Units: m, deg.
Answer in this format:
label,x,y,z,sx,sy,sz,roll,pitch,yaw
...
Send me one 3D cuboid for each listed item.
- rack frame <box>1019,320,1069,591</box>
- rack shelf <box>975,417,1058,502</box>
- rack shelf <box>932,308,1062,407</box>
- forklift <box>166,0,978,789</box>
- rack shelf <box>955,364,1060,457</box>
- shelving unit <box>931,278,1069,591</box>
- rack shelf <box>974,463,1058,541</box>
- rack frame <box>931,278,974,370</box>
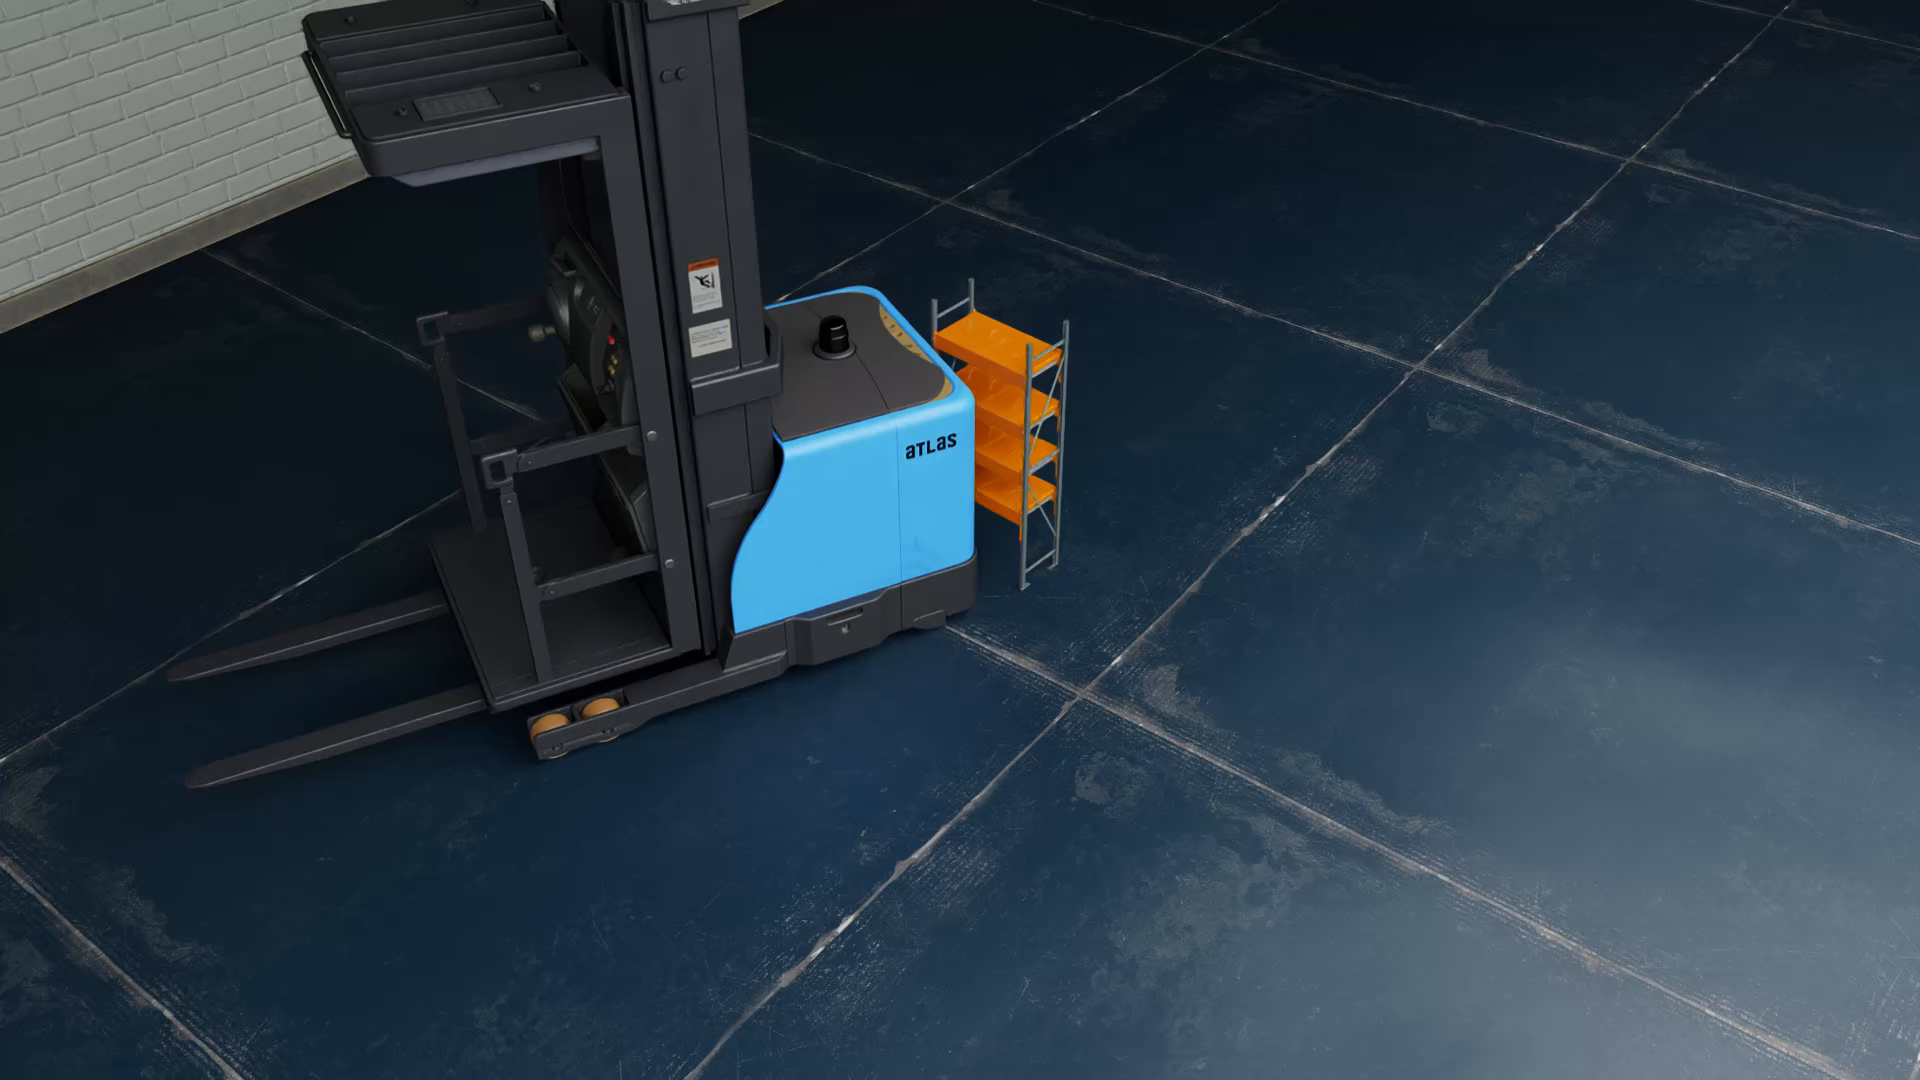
label,x,y,z,sx,sy,sz,roll,pitch,yaw
rack frame,0.335,-0.317,6.681,0.015,1.200,0.240,29,46,32
rack shelf,0.153,-0.364,6.851,0.480,0.148,0.258,29,46,32
rack shelf,0.153,-0.726,6.567,0.480,0.148,0.258,29,46,32
forklift,-1.483,-0.713,5.783,3.031,2.935,1.130,-17,41,-20
rack shelf,0.153,-0.540,6.713,0.480,0.148,0.258,29,46,32
shelving unit,0.153,-0.417,6.809,0.503,1.200,0.258,29,46,32
rack shelf,0.153,-0.208,6.973,0.480,0.148,0.258,29,46,32
rack frame,-0.029,-0.517,6.937,0.015,1.200,0.240,29,46,32
